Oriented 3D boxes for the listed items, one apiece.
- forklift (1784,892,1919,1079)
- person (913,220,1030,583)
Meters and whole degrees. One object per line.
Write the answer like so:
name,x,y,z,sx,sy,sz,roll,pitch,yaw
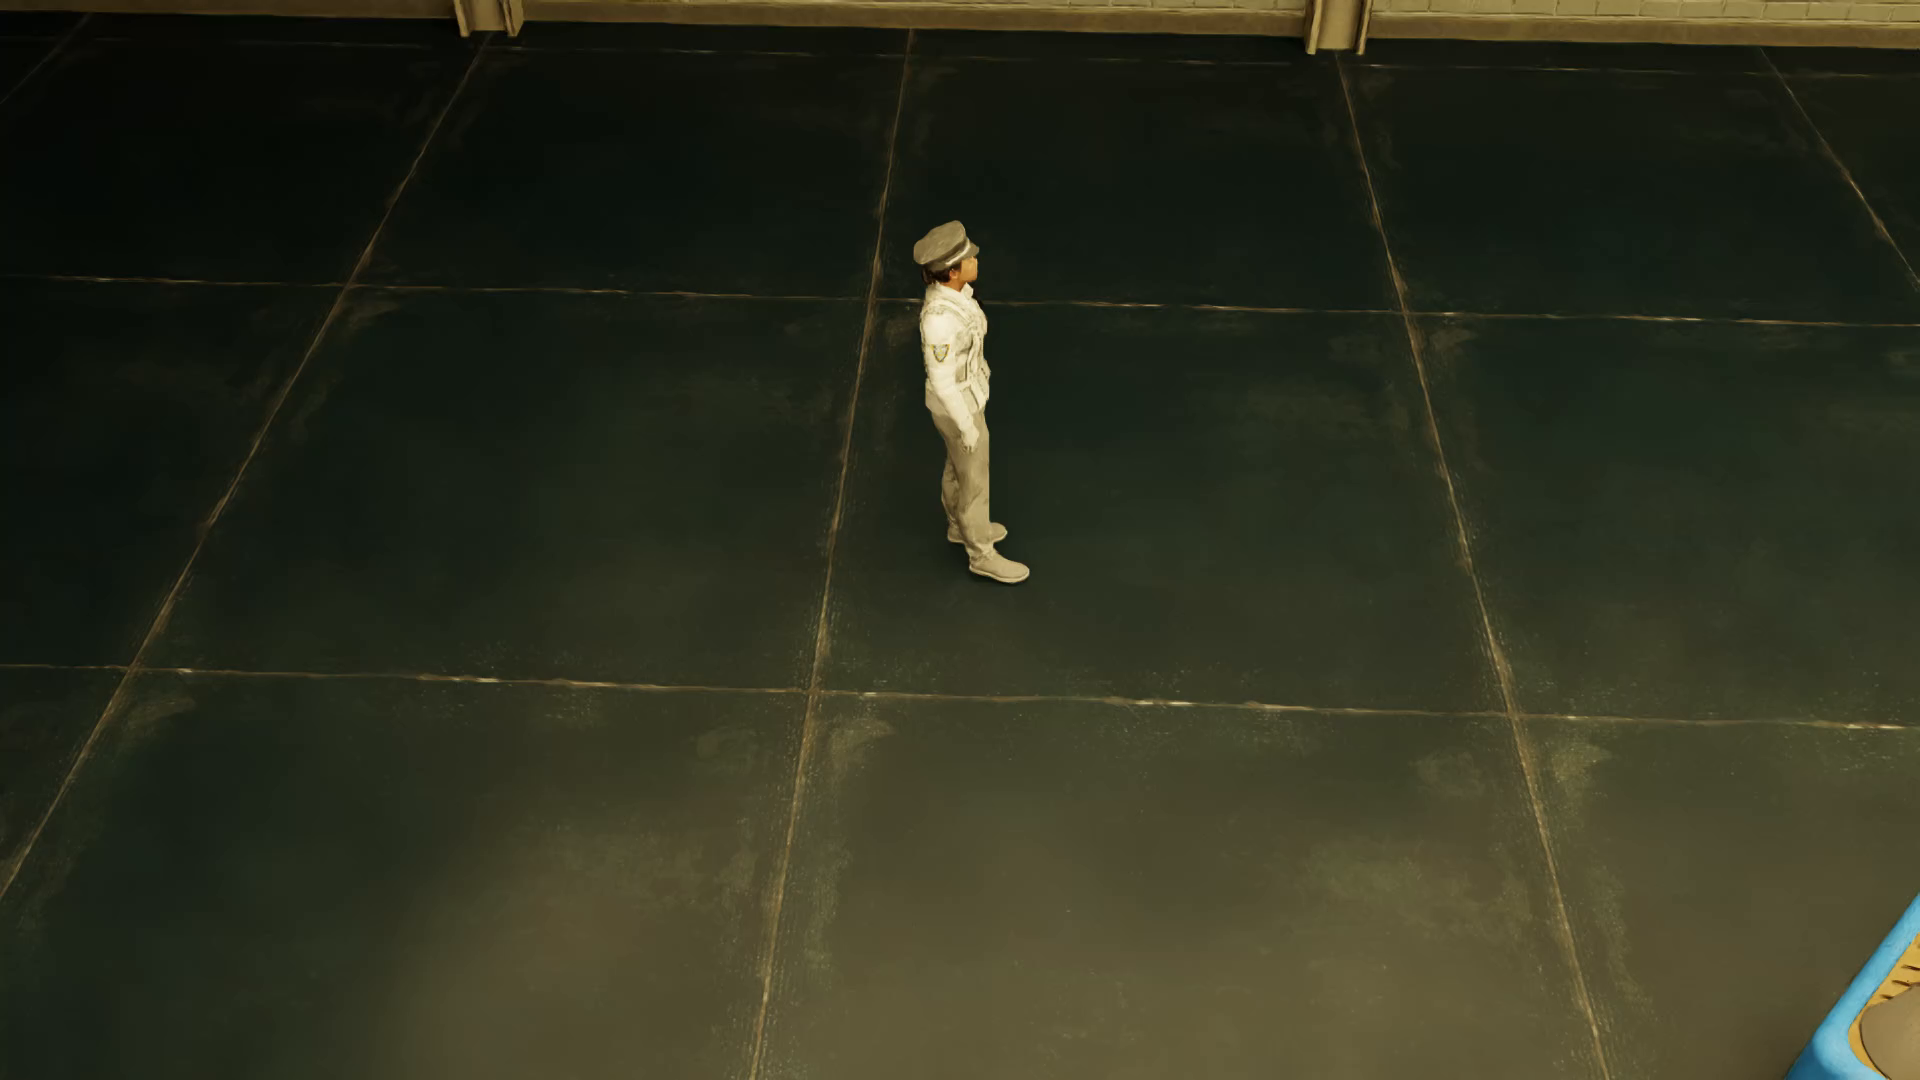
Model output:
forklift,3.819,1.644,3.941,1.130,2.935,3.031,-33,52,-31
person,0.067,-0.625,7.332,0.532,1.695,0.586,2,42,2
